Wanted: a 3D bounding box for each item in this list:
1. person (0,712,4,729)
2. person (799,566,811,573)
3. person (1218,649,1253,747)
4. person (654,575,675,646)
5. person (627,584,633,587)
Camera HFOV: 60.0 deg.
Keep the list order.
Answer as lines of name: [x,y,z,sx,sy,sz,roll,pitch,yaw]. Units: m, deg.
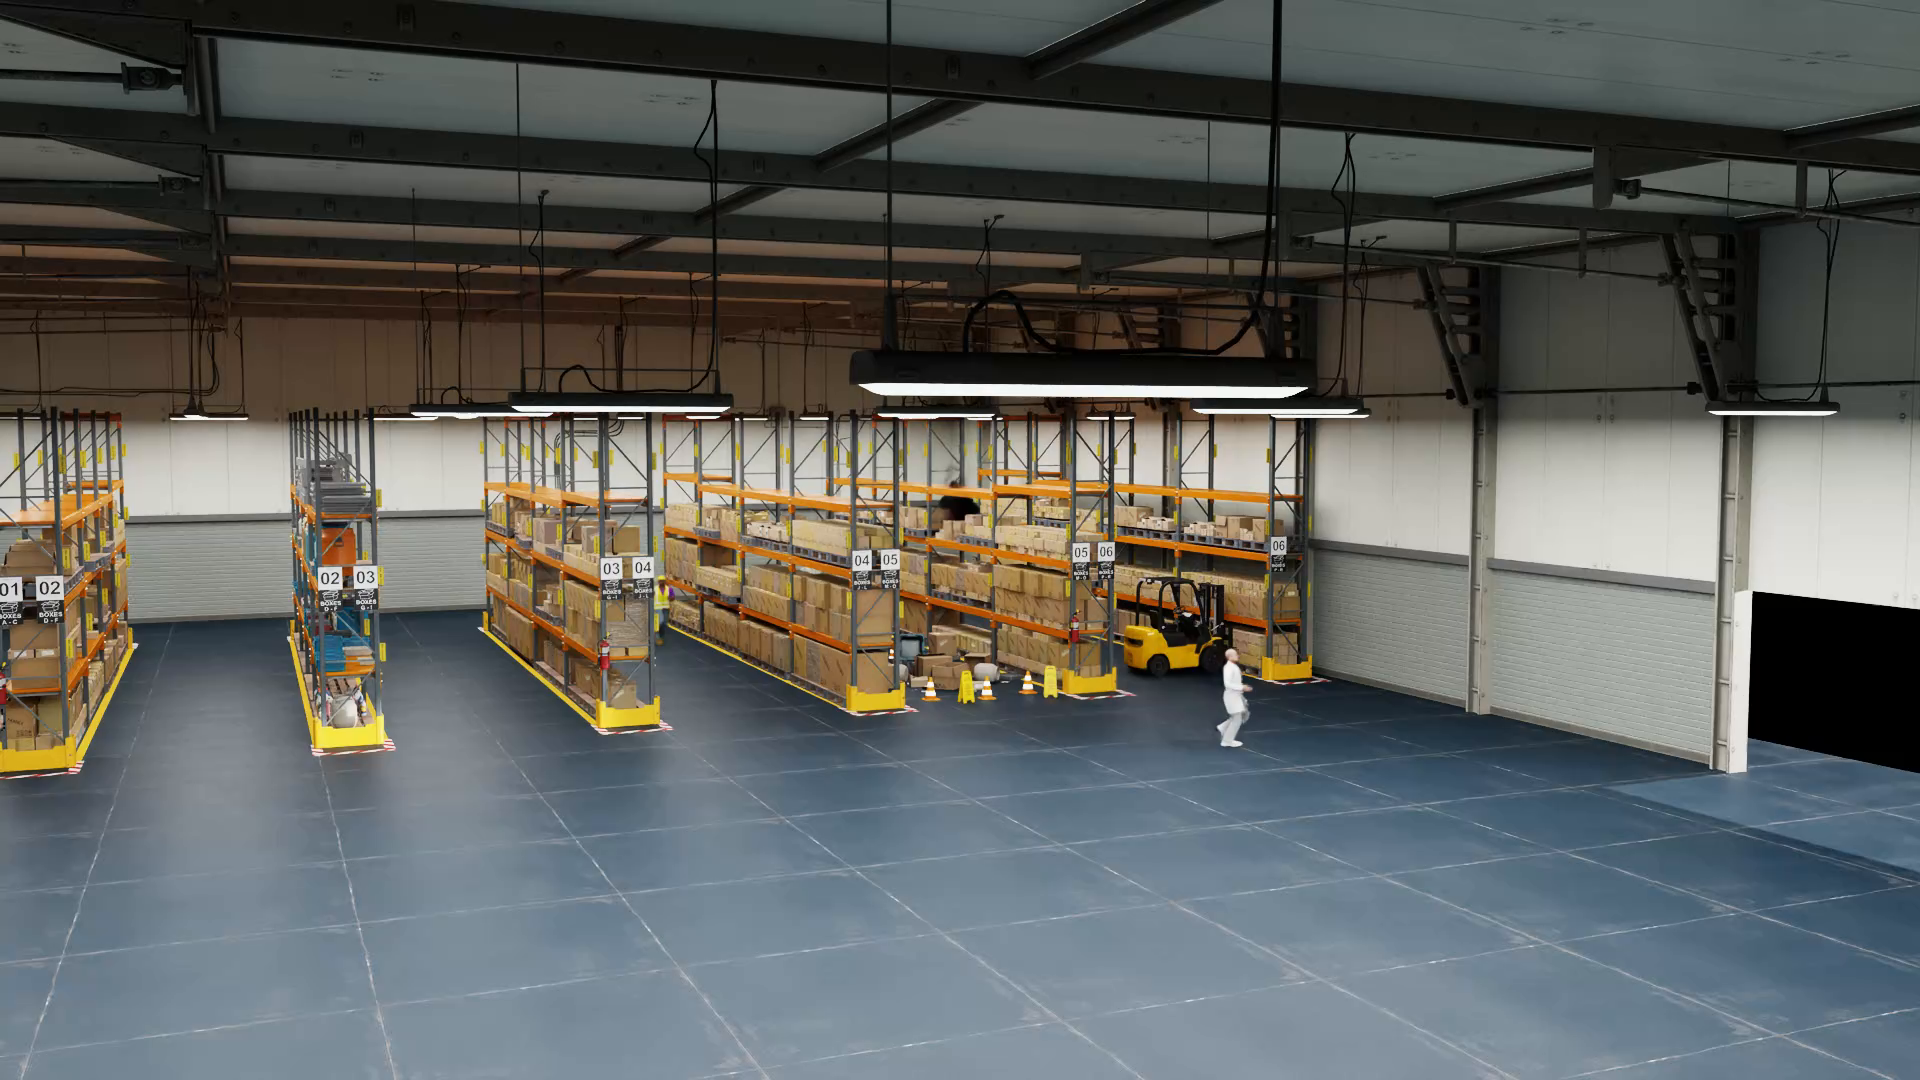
person: [-15.377,3.119,26.274,0.791,1.526,0.570,2,4,25]
person: [-4.746,1.339,50.922,0.740,1.670,0.618,-2,4,-26]
person: [4.876,2.788,29.422,0.649,1.730,0.702,1,4,18]
person: [-7.730,1.826,43.119,0.669,1.827,0.756,-2,5,-30]
person: [-9.092,1.607,45.994,0.669,1.803,0.768,-1,4,-16]
